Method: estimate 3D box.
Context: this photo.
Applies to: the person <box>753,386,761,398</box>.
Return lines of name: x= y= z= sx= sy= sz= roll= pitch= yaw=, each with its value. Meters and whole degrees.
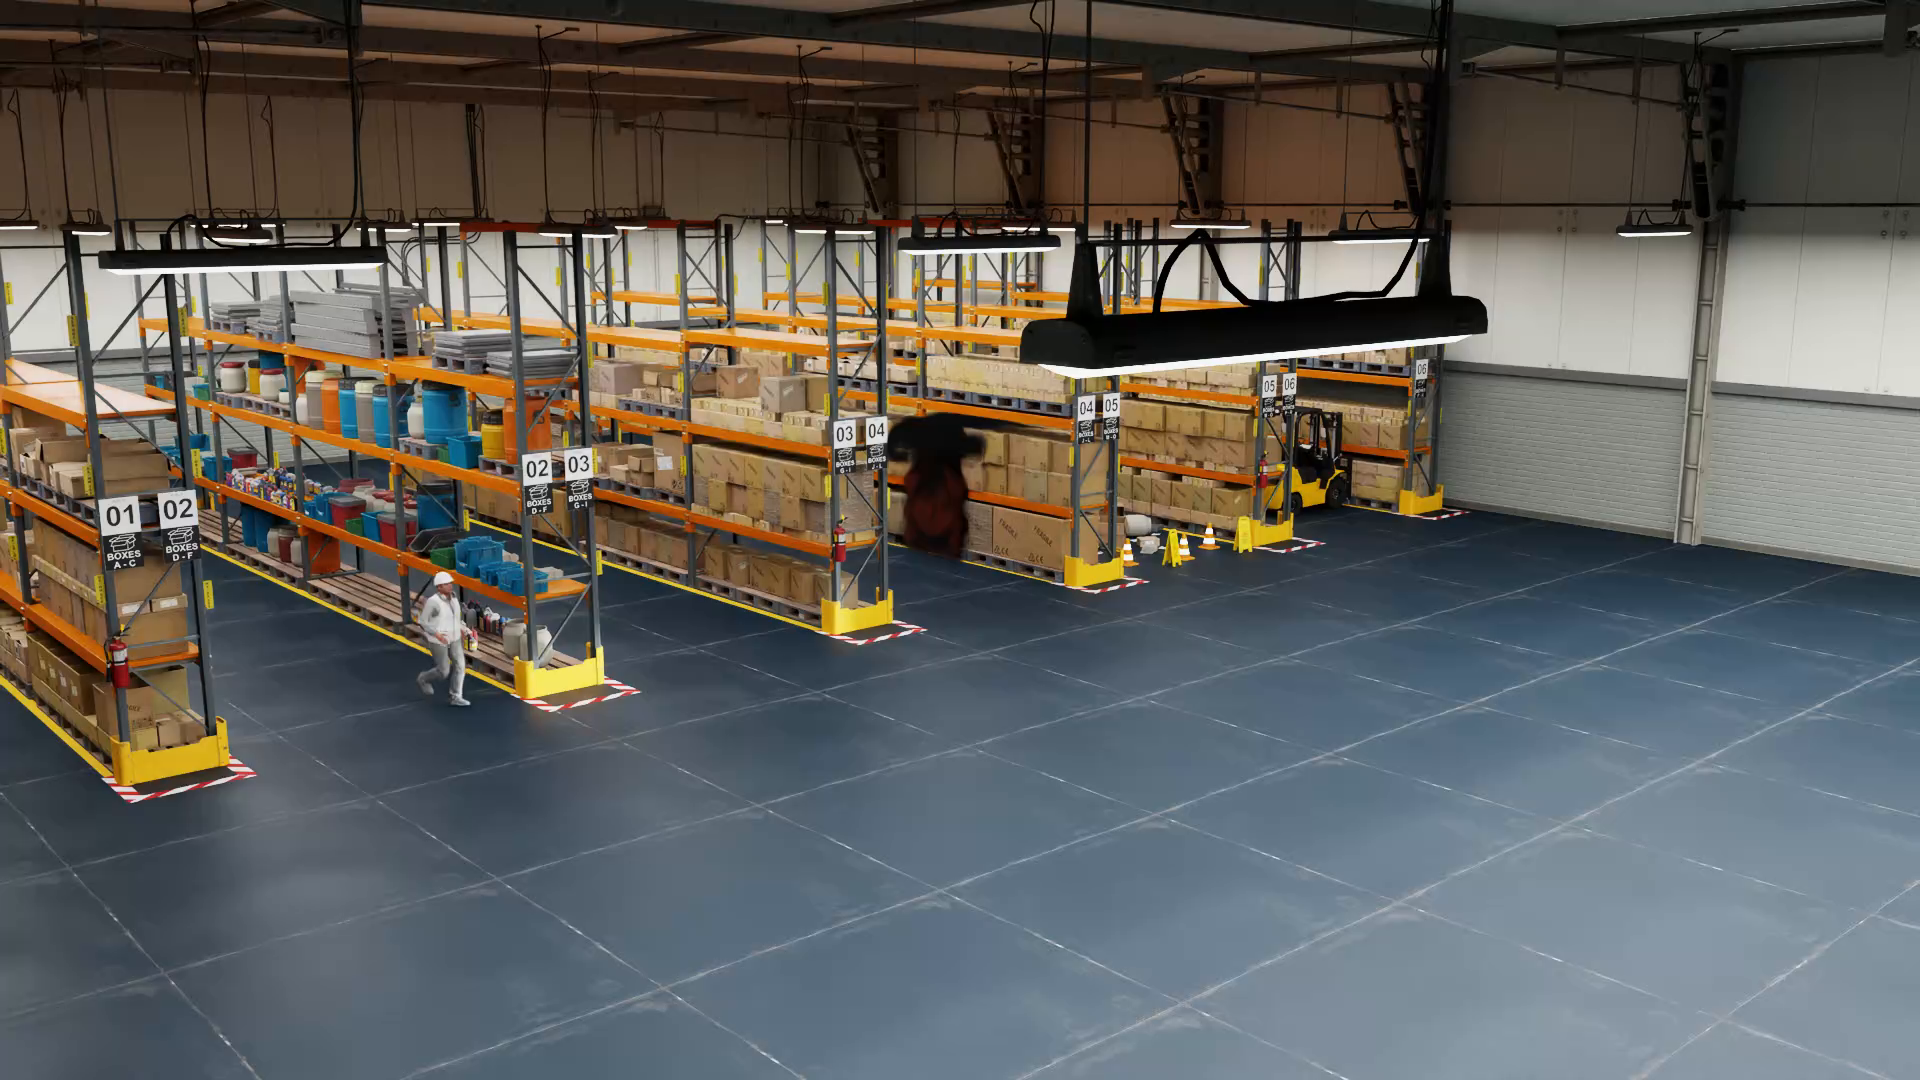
person: x=-5.684 y=-4.003 z=47.319 sx=0.573 sy=1.657 sz=0.966 roll=8 pitch=14 yaw=34

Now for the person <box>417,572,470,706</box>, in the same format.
person: x=-6.634 y=1.257 z=21.267 sx=0.818 sy=1.742 sz=0.680 roll=7 pitch=13 yaw=30
